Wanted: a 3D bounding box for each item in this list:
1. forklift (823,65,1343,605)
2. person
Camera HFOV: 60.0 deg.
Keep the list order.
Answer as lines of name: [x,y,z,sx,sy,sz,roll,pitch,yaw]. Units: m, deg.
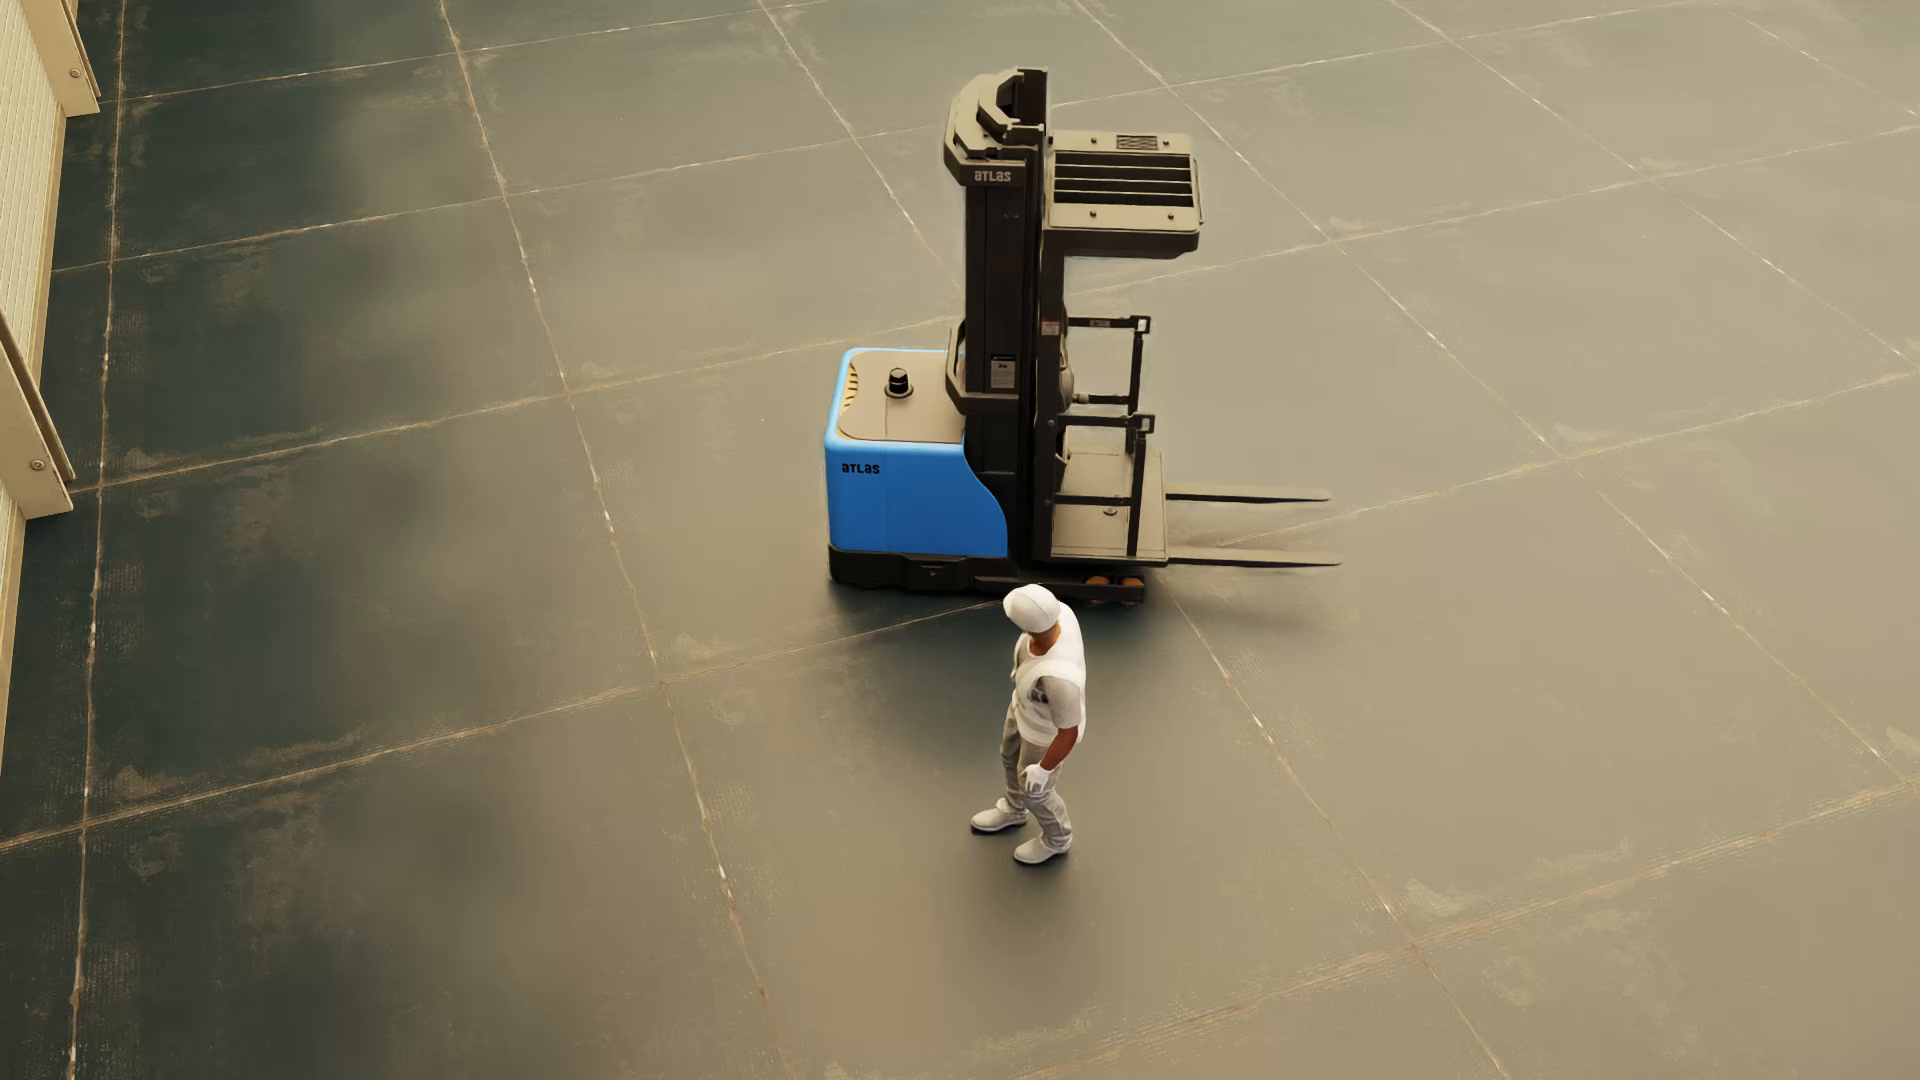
forklift: [5.673,6.442,0.324,14.365,2.935,23.875,2,40,3]
person: [0.318,0.859,7.882,0.490,1.765,0.773,-6,40,-7]
